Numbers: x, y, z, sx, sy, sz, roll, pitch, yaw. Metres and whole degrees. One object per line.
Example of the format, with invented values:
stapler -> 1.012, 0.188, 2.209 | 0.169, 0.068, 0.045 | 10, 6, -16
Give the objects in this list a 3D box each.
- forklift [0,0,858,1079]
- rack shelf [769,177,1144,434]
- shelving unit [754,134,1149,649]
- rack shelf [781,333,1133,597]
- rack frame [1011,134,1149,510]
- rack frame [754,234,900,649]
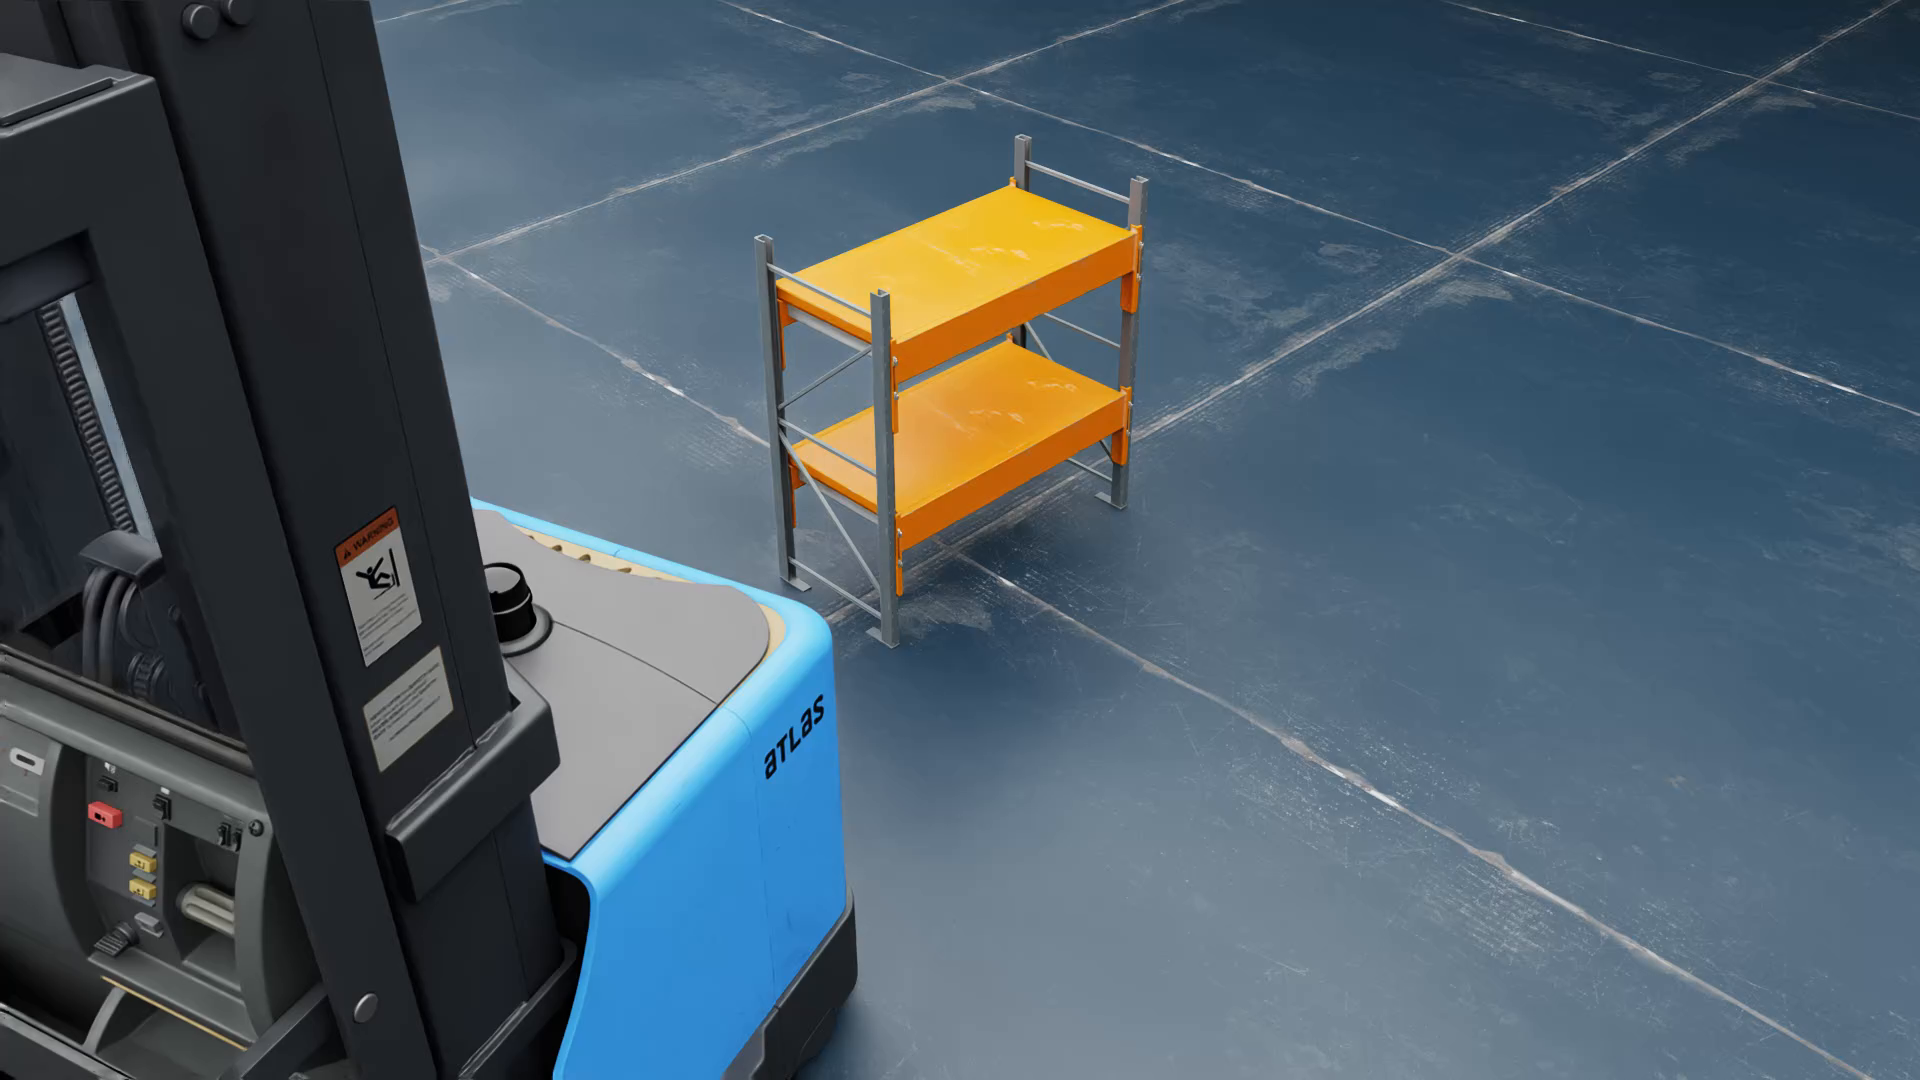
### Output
forklift -> -1.346, 0.441, 2.055 | 1.130, 2.935, 3.031 | 16, 38, 22
rack shelf -> -0.005, -0.699, 4.757 | 0.538, 0.278, 1.000 | 30, 45, 35
shelving unit -> -0.005, -0.459, 4.924 | 0.538, 1.125, 1.048 | 30, 45, 35
rack shelf -> -0.005, -0.258, 5.064 | 0.538, 0.278, 1.000 | 30, 45, 35
rack frame -> 0.353, -0.665, 5.220 | 0.500, 1.125, 0.032 | 30, 45, 35
rack frame -> -0.363, -0.252, 4.628 | 0.500, 1.125, 0.032 | 30, 45, 35
